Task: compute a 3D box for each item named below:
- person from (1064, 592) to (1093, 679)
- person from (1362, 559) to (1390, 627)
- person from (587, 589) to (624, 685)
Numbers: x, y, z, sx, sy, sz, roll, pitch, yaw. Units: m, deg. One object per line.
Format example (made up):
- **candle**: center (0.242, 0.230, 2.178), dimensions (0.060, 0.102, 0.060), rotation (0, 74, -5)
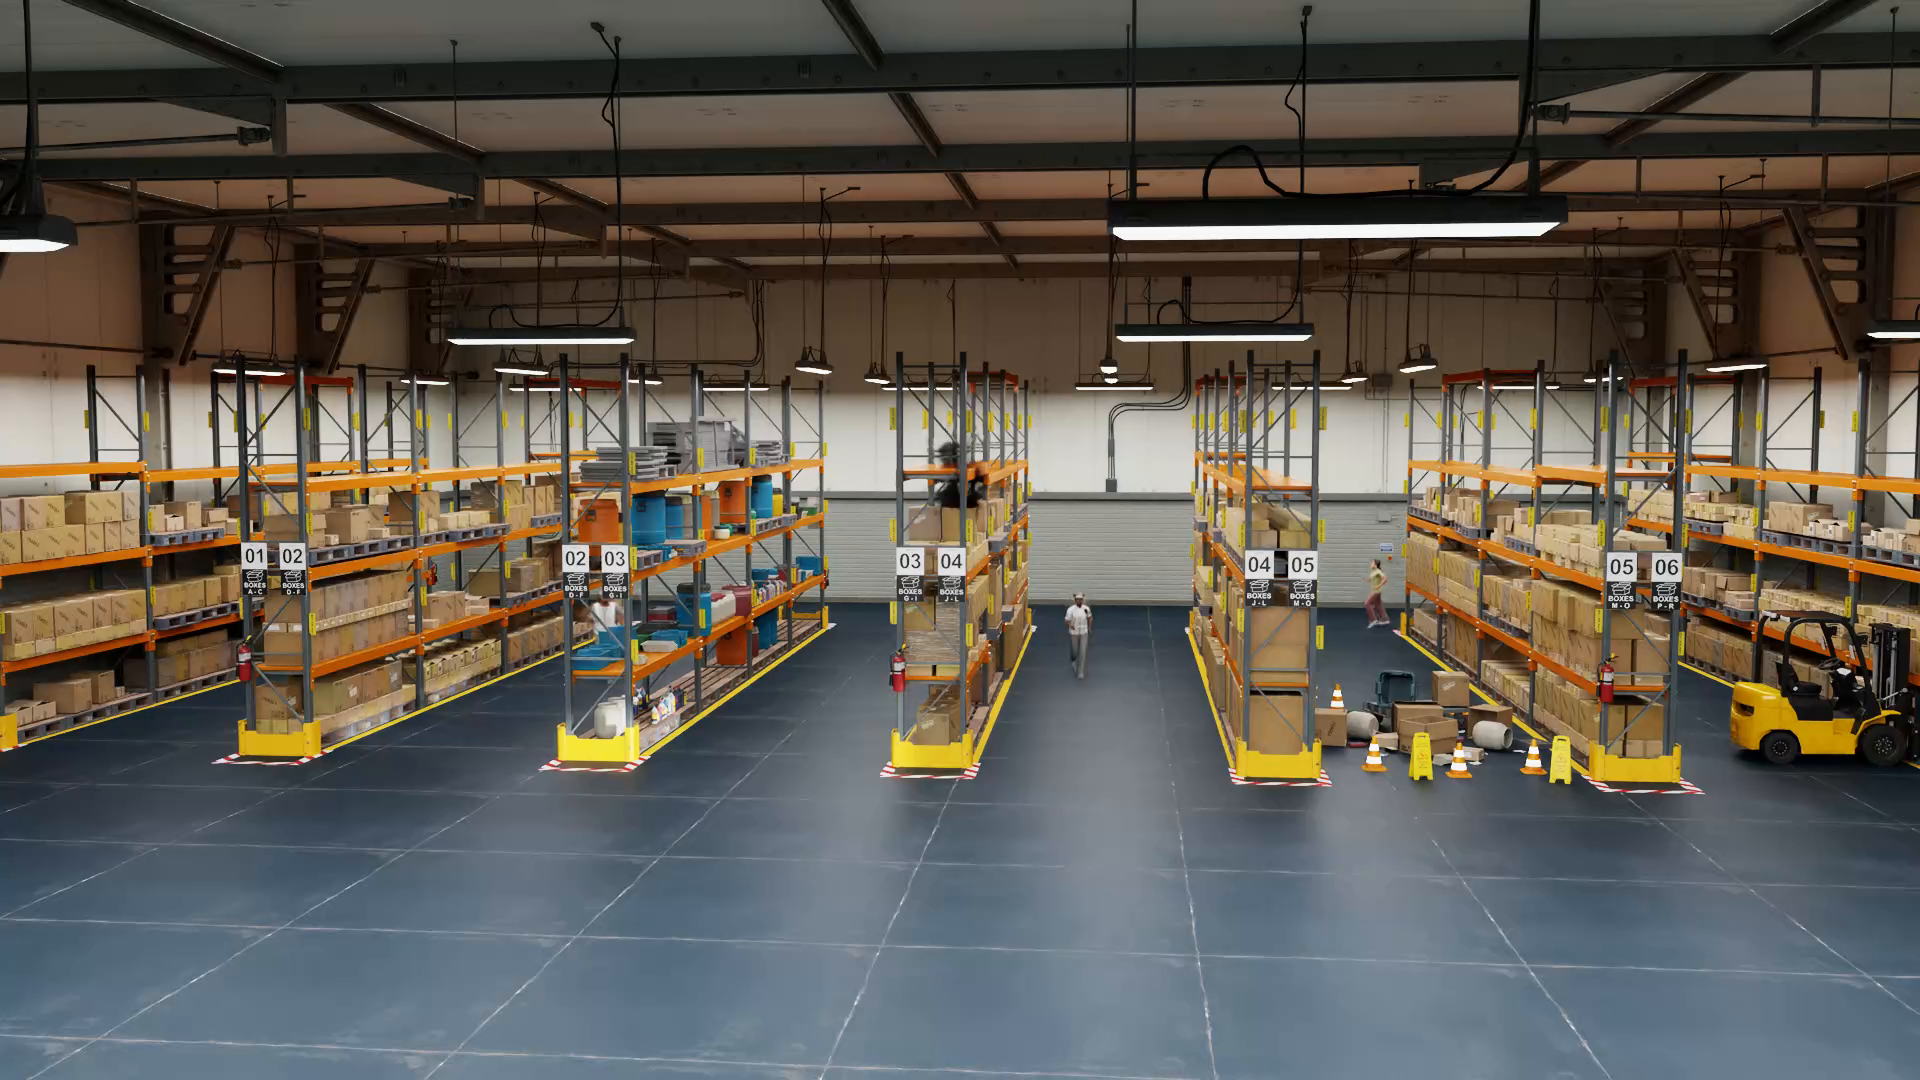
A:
- **person**: center (-5.964, 0.906, 16.272), dimensions (19.087, 5.848, 32.130), rotation (0, 4, -4)
- **person**: center (10.133, 1.312, 40.429), dimensions (0.692, 1.707, 0.581), rotation (1, 4, 9)
- **person**: center (-6.817, 1.844, 31.903), dimensions (0.641, 1.841, 0.733), rotation (0, 4, -6)
